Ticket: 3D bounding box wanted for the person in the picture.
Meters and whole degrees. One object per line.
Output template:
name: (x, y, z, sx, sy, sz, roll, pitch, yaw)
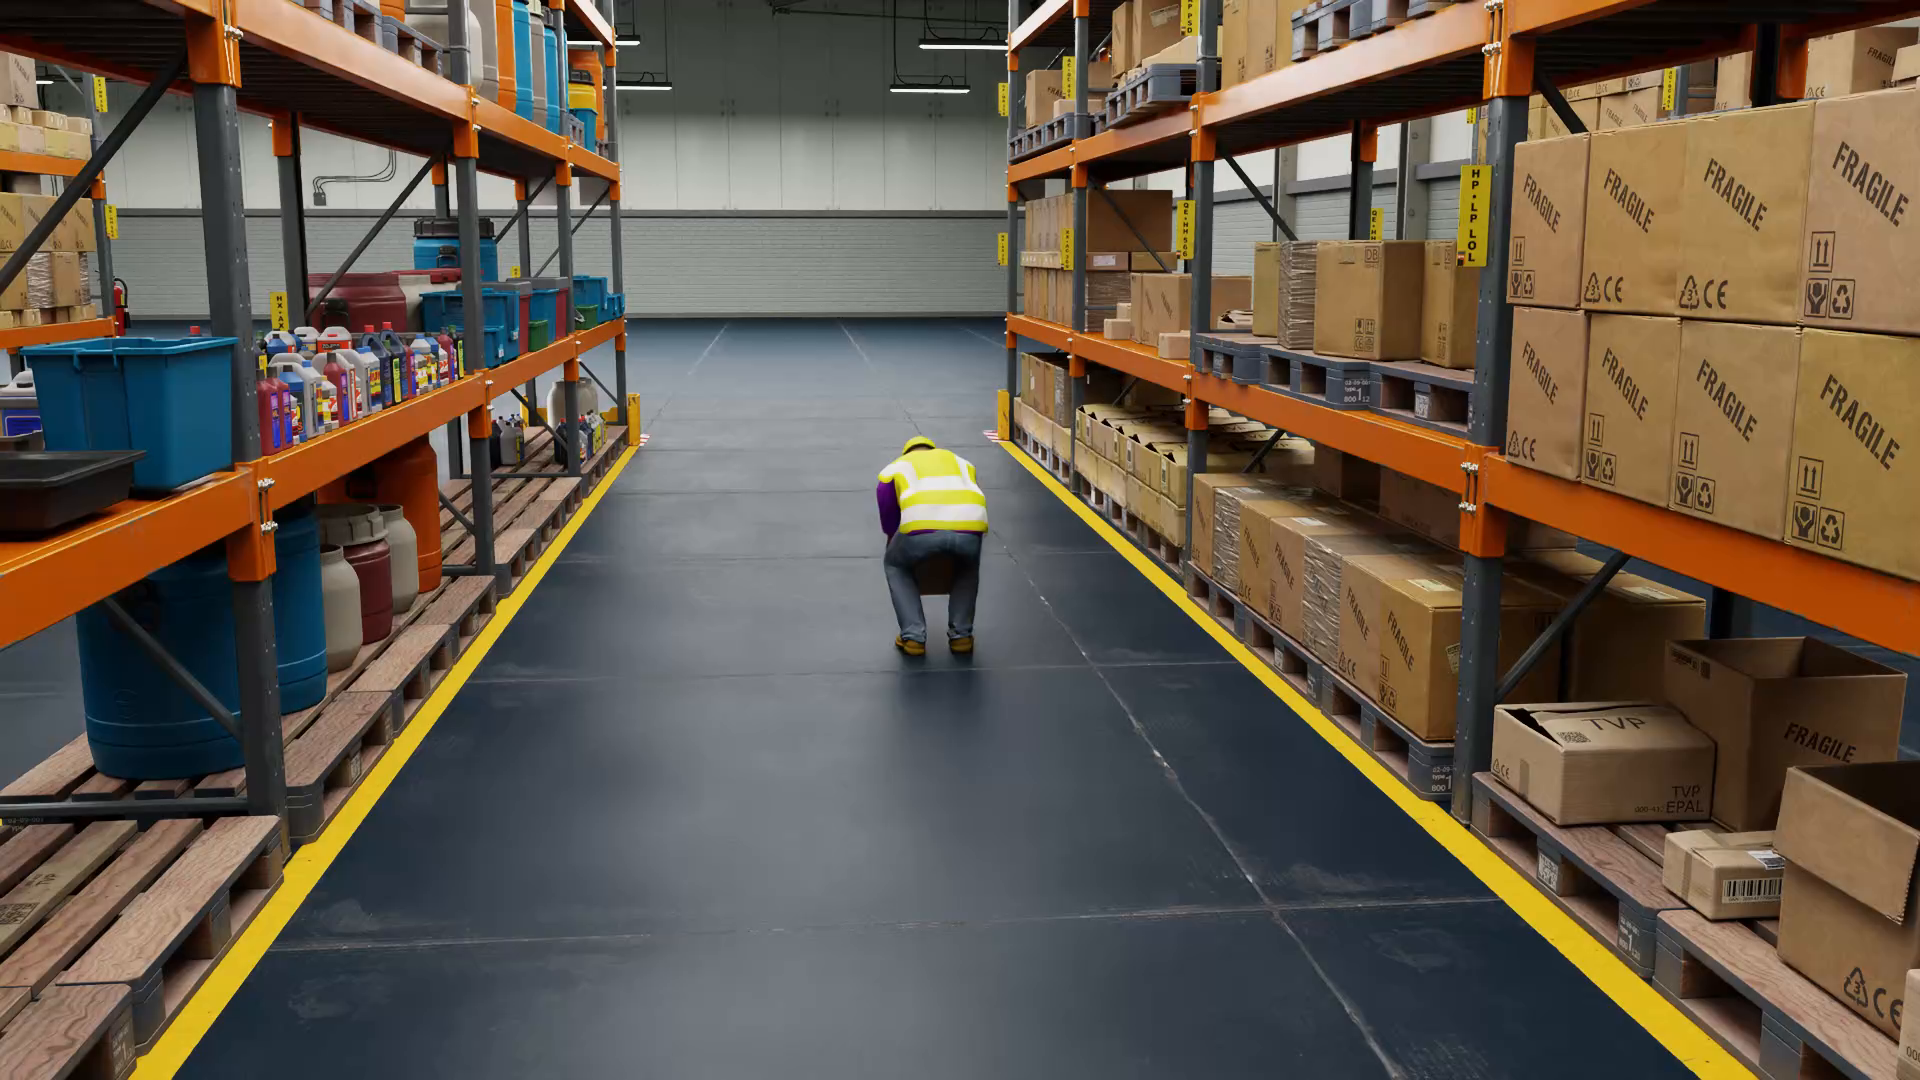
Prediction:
person: (-0.146, 0.039, 8.384, 0.523, 0.985, 0.919, -1, 10, -8)
